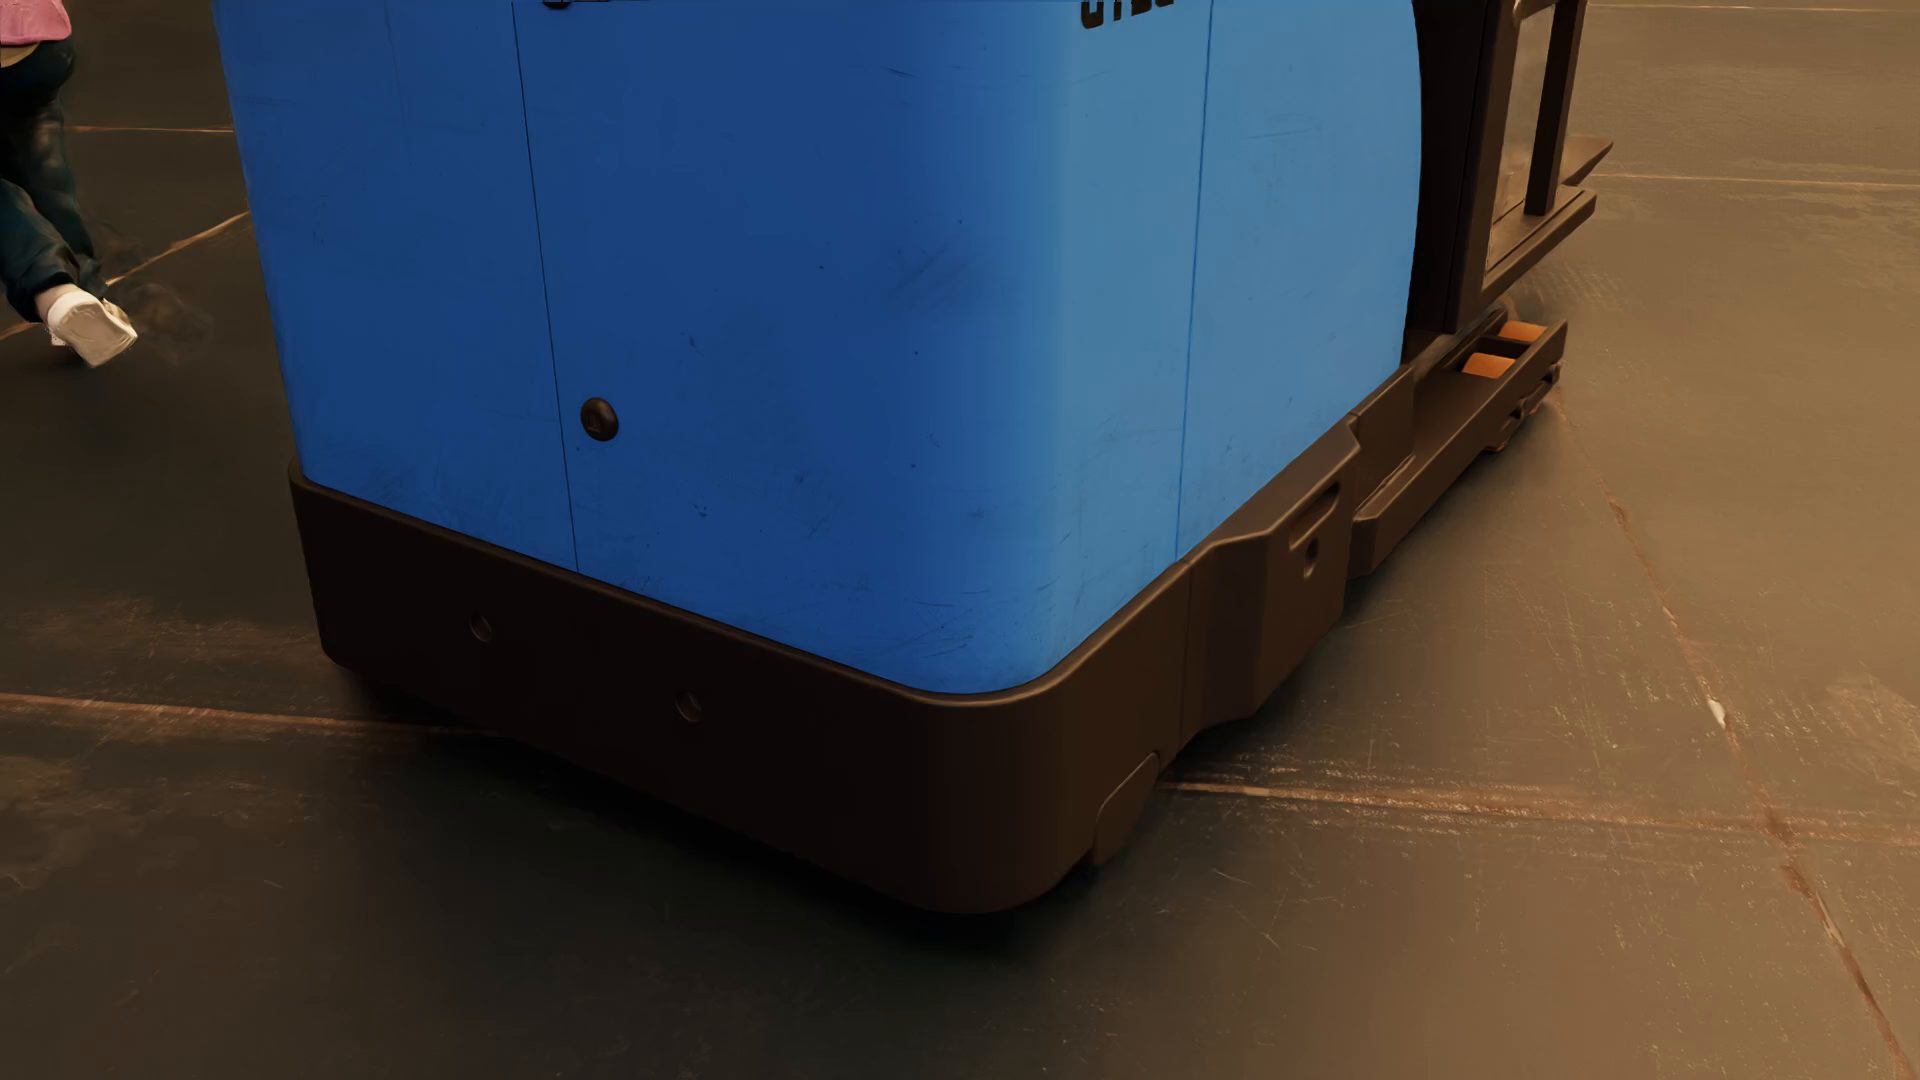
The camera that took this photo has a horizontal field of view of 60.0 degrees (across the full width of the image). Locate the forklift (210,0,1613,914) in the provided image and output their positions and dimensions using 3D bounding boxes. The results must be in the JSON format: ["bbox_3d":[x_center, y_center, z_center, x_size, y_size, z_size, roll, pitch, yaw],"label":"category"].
[{"bbox_3d":[0.416,-1.561,2.345,1.130,2.935,3.031,16,31,29],"label":"forklift"}]

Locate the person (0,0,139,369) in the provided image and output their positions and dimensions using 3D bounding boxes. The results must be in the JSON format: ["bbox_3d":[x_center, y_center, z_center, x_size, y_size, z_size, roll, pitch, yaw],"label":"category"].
[{"bbox_3d":[-1.685,-0.981,2.998,0.674,1.335,0.988,-11,28,-20],"label":"person"}]
